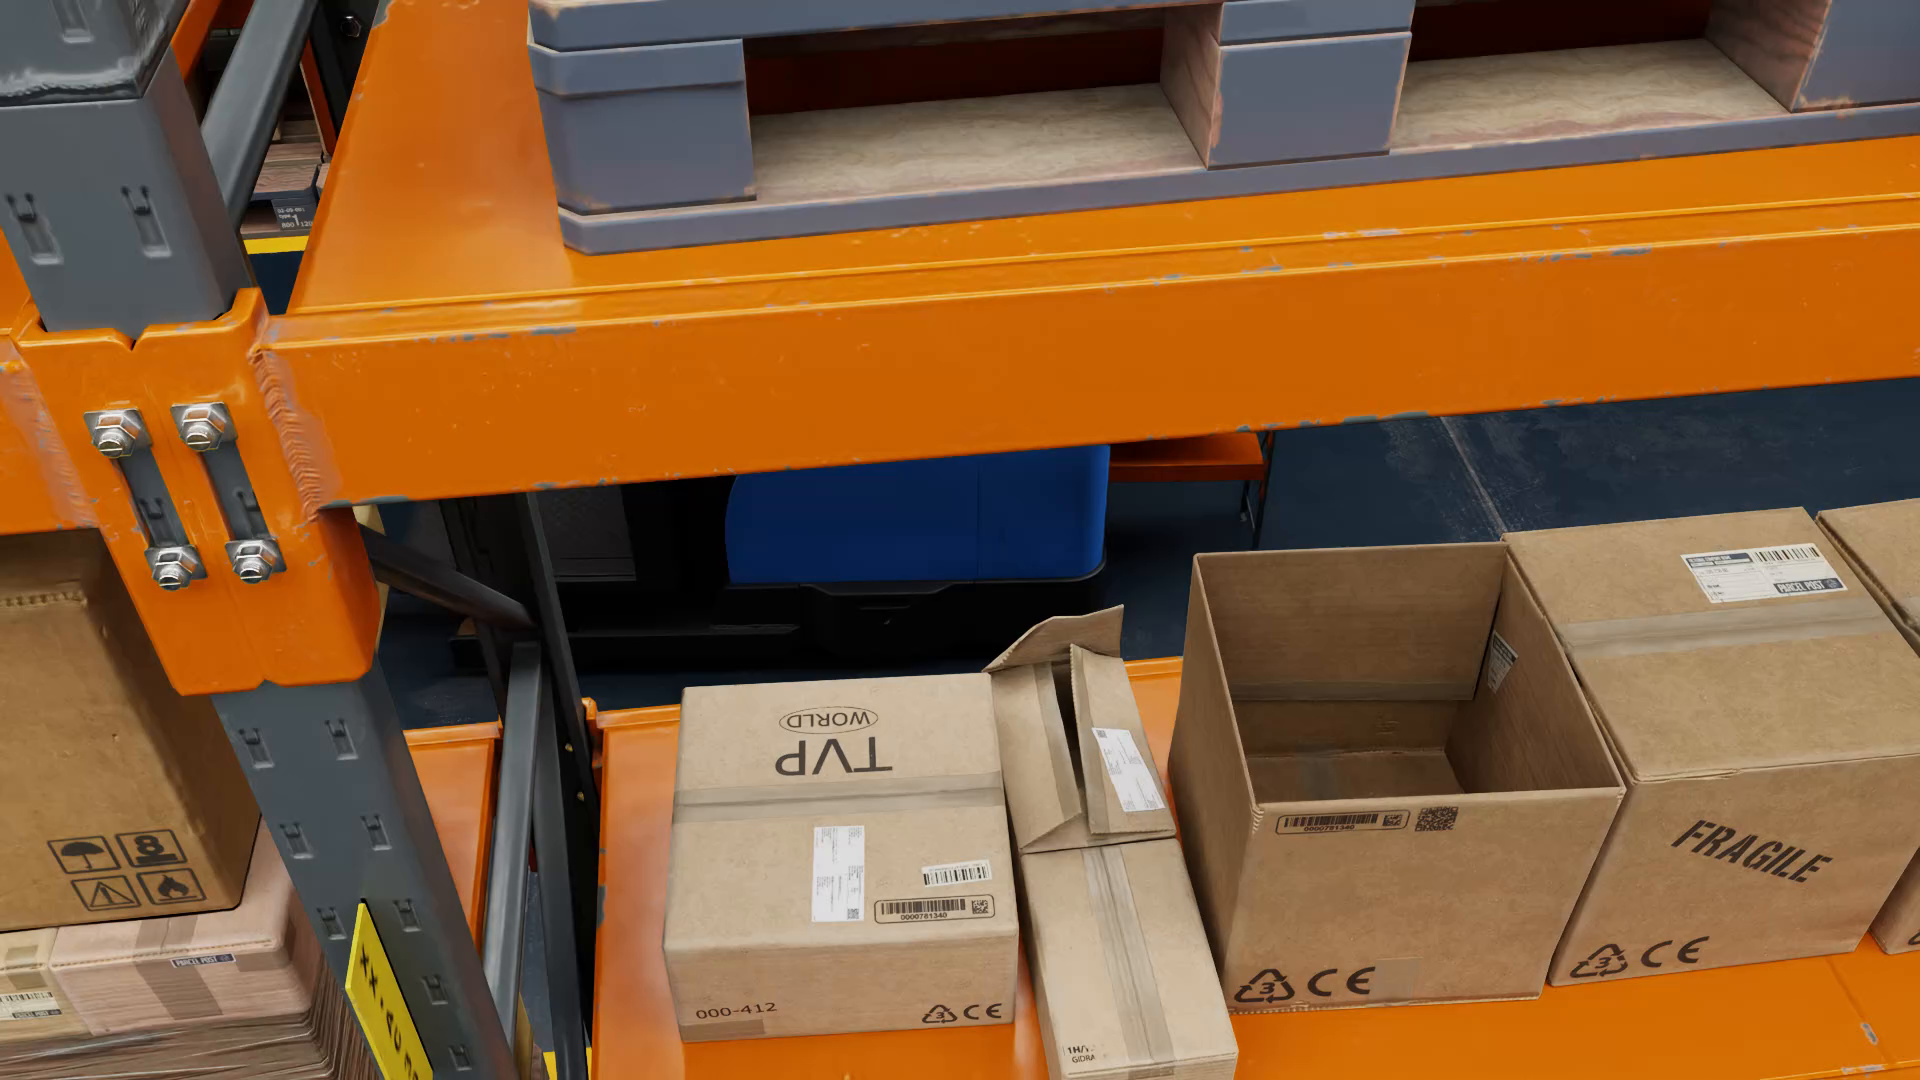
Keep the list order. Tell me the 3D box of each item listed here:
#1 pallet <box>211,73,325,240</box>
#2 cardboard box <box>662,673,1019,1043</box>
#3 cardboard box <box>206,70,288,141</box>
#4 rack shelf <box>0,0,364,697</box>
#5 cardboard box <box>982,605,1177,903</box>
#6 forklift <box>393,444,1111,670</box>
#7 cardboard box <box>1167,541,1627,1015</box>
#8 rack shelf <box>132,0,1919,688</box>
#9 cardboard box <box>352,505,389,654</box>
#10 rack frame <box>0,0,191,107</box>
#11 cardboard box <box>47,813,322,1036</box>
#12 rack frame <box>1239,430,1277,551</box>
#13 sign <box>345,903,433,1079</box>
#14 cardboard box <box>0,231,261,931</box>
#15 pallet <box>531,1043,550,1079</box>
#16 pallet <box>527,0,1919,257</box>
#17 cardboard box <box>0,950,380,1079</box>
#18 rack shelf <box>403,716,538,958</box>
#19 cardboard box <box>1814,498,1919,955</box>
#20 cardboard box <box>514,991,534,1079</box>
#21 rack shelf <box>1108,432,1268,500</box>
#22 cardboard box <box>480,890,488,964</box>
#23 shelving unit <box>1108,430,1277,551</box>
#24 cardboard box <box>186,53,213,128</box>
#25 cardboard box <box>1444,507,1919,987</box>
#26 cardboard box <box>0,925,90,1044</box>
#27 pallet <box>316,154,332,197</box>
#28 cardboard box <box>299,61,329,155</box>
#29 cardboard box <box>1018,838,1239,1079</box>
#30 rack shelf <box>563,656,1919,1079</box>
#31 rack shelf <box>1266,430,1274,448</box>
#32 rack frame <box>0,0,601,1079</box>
[{"bbox_3d":[-3.185,-1.567,6.829,1.213,0.211,1.003,-5,42,-6],"label":"pallet"},{"bbox_3d":[-0.183,0.481,2.589,0.500,0.250,0.500,-3,42,-3],"label":"cardboard box"},{"bbox_3d":[-2.900,-1.771,6.774,0.250,0.149,0.380,-8,43,-9],"label":"cardboard box"},{"bbox_3d":[-2.648,-0.175,1.503,4.000,0.370,1.077,-5,42,-6],"label":"rack shelf"},{"bbox_3d":[0.183,0.349,2.724,0.258,0.266,0.396,-6,42,-7],"label":"cardboard box"},{"bbox_3d":[-1.108,-1.070,4.248,3.031,2.935,1.130,-1,42,-1],"label":"forklift"},{"bbox_3d":[0.621,0.359,2.538,0.500,0.500,0.500,-2,42,-2],"label":"cardboard box"},{"bbox_3d":[1.318,-0.523,1.888,4.000,0.370,1.077,-5,42,-6],"label":"rack shelf"},{"bbox_3d":[-0.957,0.114,2.325,0.250,0.149,0.380,-5,42,-6],"label":"cardboard box"},{"bbox_3d":[-0.665,-1.730,0.450,0.127,3.000,1.000,-5,42,-6],"label":"rack frame"},{"bbox_3d":[-0.907,0.385,2.024,0.250,0.149,0.380,-5,42,-6],"label":"cardboard box"},{"bbox_3d":[0.910,-0.456,4.860,0.015,1.200,0.240,-1,42,-1],"label":"rack frame"},{"bbox_3d":[-0.592,0.515,1.734,0.005,0.325,0.100,-5,42,-6],"label":"sign"},{"bbox_3d":[-1.104,0.021,1.943,0.500,0.500,0.700,-5,42,-5],"label":"cardboard box"},{"bbox_3d":[-1.459,1.574,3.347,1.213,0.211,1.003,-5,42,-6],"label":"pallet"},{"bbox_3d":[0.208,-0.630,1.613,1.217,0.209,0.805,-7,42,-7],"label":"pallet"},{"bbox_3d":[-1.104,0.503,2.378,0.500,0.500,0.700,-6,42,-7],"label":"cardboard box"},{"bbox_3d":[-2.648,0.938,2.507,4.000,0.370,1.077,-5,42,-6],"label":"rack shelf"},{"bbox_3d":[1.640,0.270,2.637,0.500,0.500,0.500,-7,43,-8],"label":"cardboard box"},{"bbox_3d":[-1.164,1.202,3.418,0.500,0.250,0.500,-5,42,-6],"label":"cardboard box"},{"bbox_3d":[0.666,-0.255,5.033,0.480,0.148,0.258,-1,42,-1],"label":"rack shelf"},{"bbox_3d":[-1.165,0.916,3.174,0.500,0.500,0.500,-5,42,-6],"label":"cardboard box"},{"bbox_3d":[0.666,-0.452,4.855,0.503,1.200,0.258,-1,42,-1],"label":"shelving unit"},{"bbox_3d":[-3.280,-1.760,6.500,0.500,0.500,0.700,-7,43,-8],"label":"cardboard box"},{"bbox_3d":[1.118,0.315,2.586,0.500,0.500,0.500,-5,42,-5],"label":"cardboard box"},{"bbox_3d":[-1.152,0.406,2.002,0.250,0.149,0.380,-6,42,-6],"label":"cardboard box"},{"bbox_3d":[-1.972,-1.675,6.949,1.213,0.211,1.003,-5,42,-6],"label":"pallet"},{"bbox_3d":[-2.335,-1.910,6.666,0.500,0.500,0.500,-8,43,-9],"label":"cardboard box"},{"bbox_3d":[0.240,0.650,2.478,0.250,0.149,0.380,-5,42,-6],"label":"cardboard box"},{"bbox_3d":[1.318,0.591,2.892,4.000,0.370,1.077,-5,42,-6],"label":"rack shelf"},{"bbox_3d":[0.666,-0.402,4.900,0.480,0.148,0.258,-1,42,-1],"label":"rack shelf"},{"bbox_3d":[-0.665,0.498,2.459,0.127,3.000,1.000,-5,42,-6],"label":"rack frame"}]
